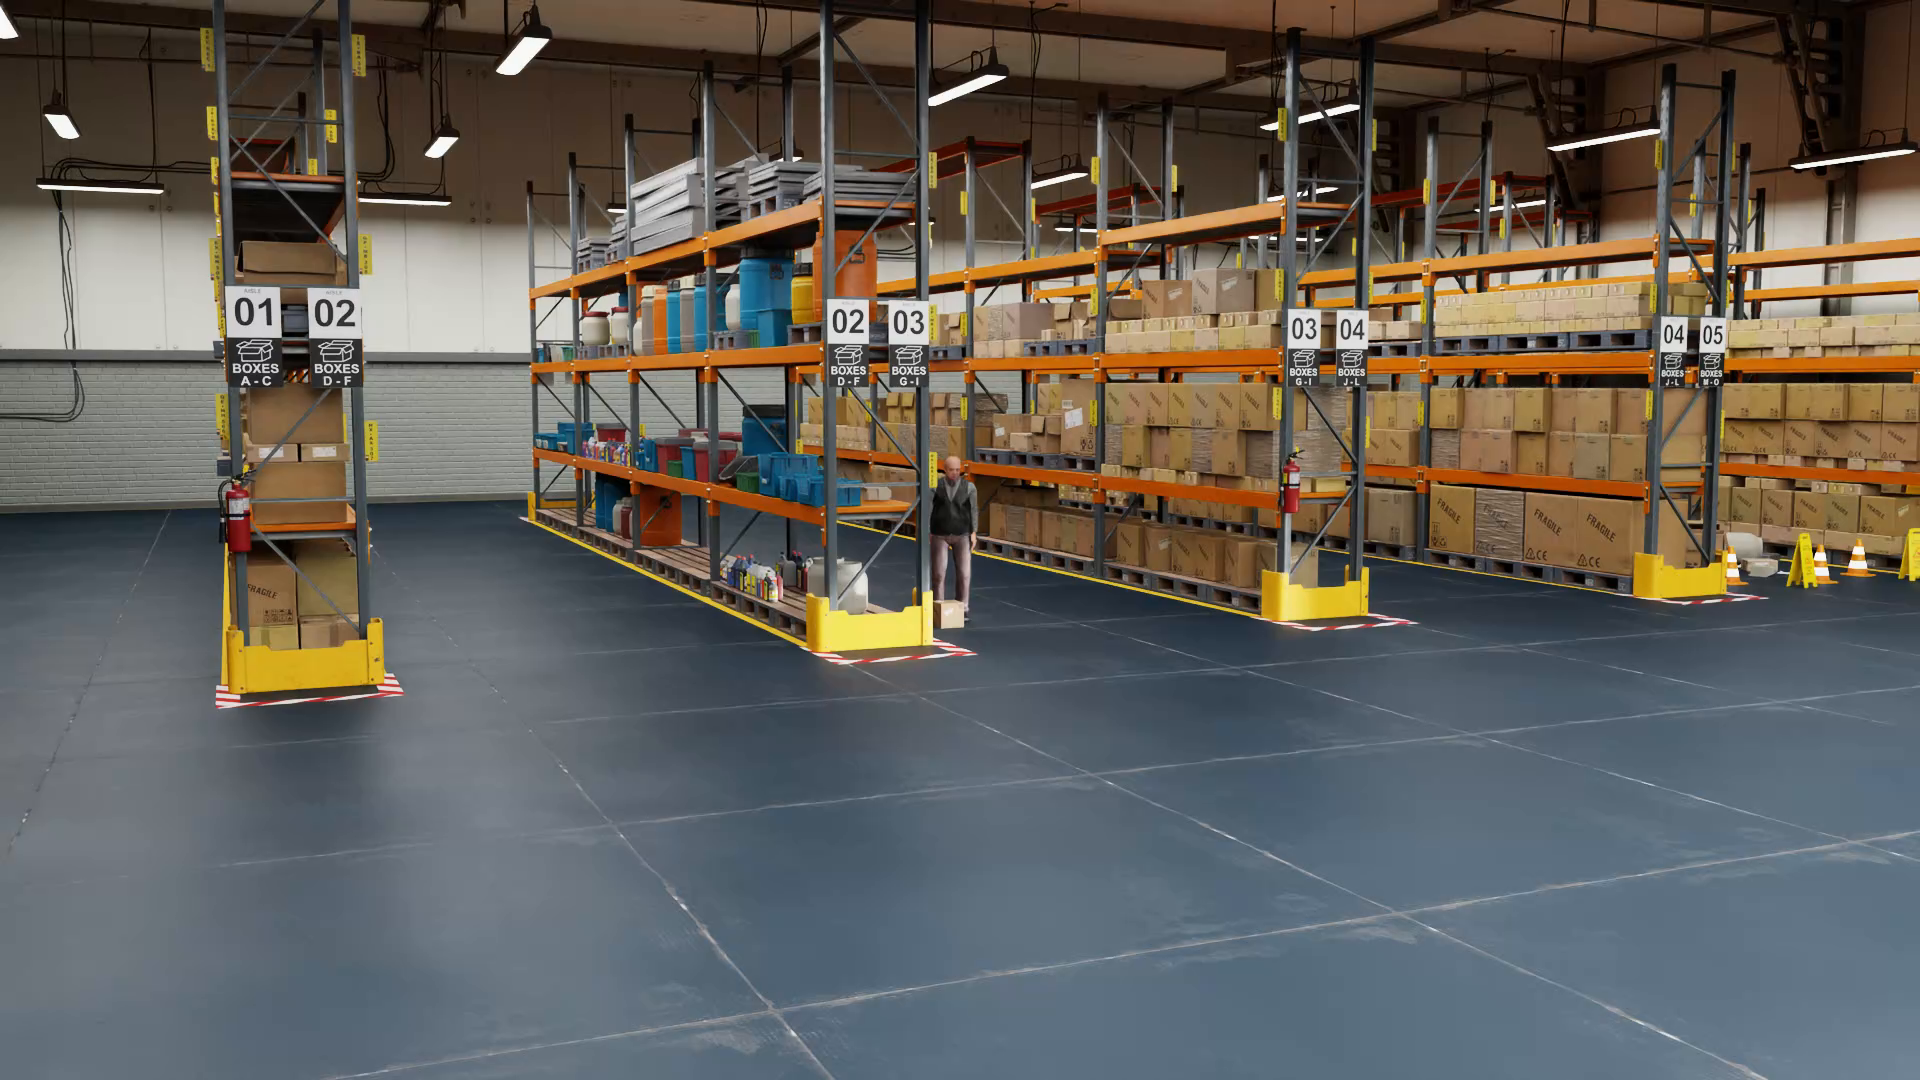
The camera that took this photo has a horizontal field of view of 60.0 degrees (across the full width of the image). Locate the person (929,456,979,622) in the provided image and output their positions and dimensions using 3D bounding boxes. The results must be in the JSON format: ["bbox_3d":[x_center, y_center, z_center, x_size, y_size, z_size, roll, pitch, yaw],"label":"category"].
[{"bbox_3d":[-0.074,-0.014,17.148,0.537,1.714,0.359,0,5,-4],"label":"person"}]
